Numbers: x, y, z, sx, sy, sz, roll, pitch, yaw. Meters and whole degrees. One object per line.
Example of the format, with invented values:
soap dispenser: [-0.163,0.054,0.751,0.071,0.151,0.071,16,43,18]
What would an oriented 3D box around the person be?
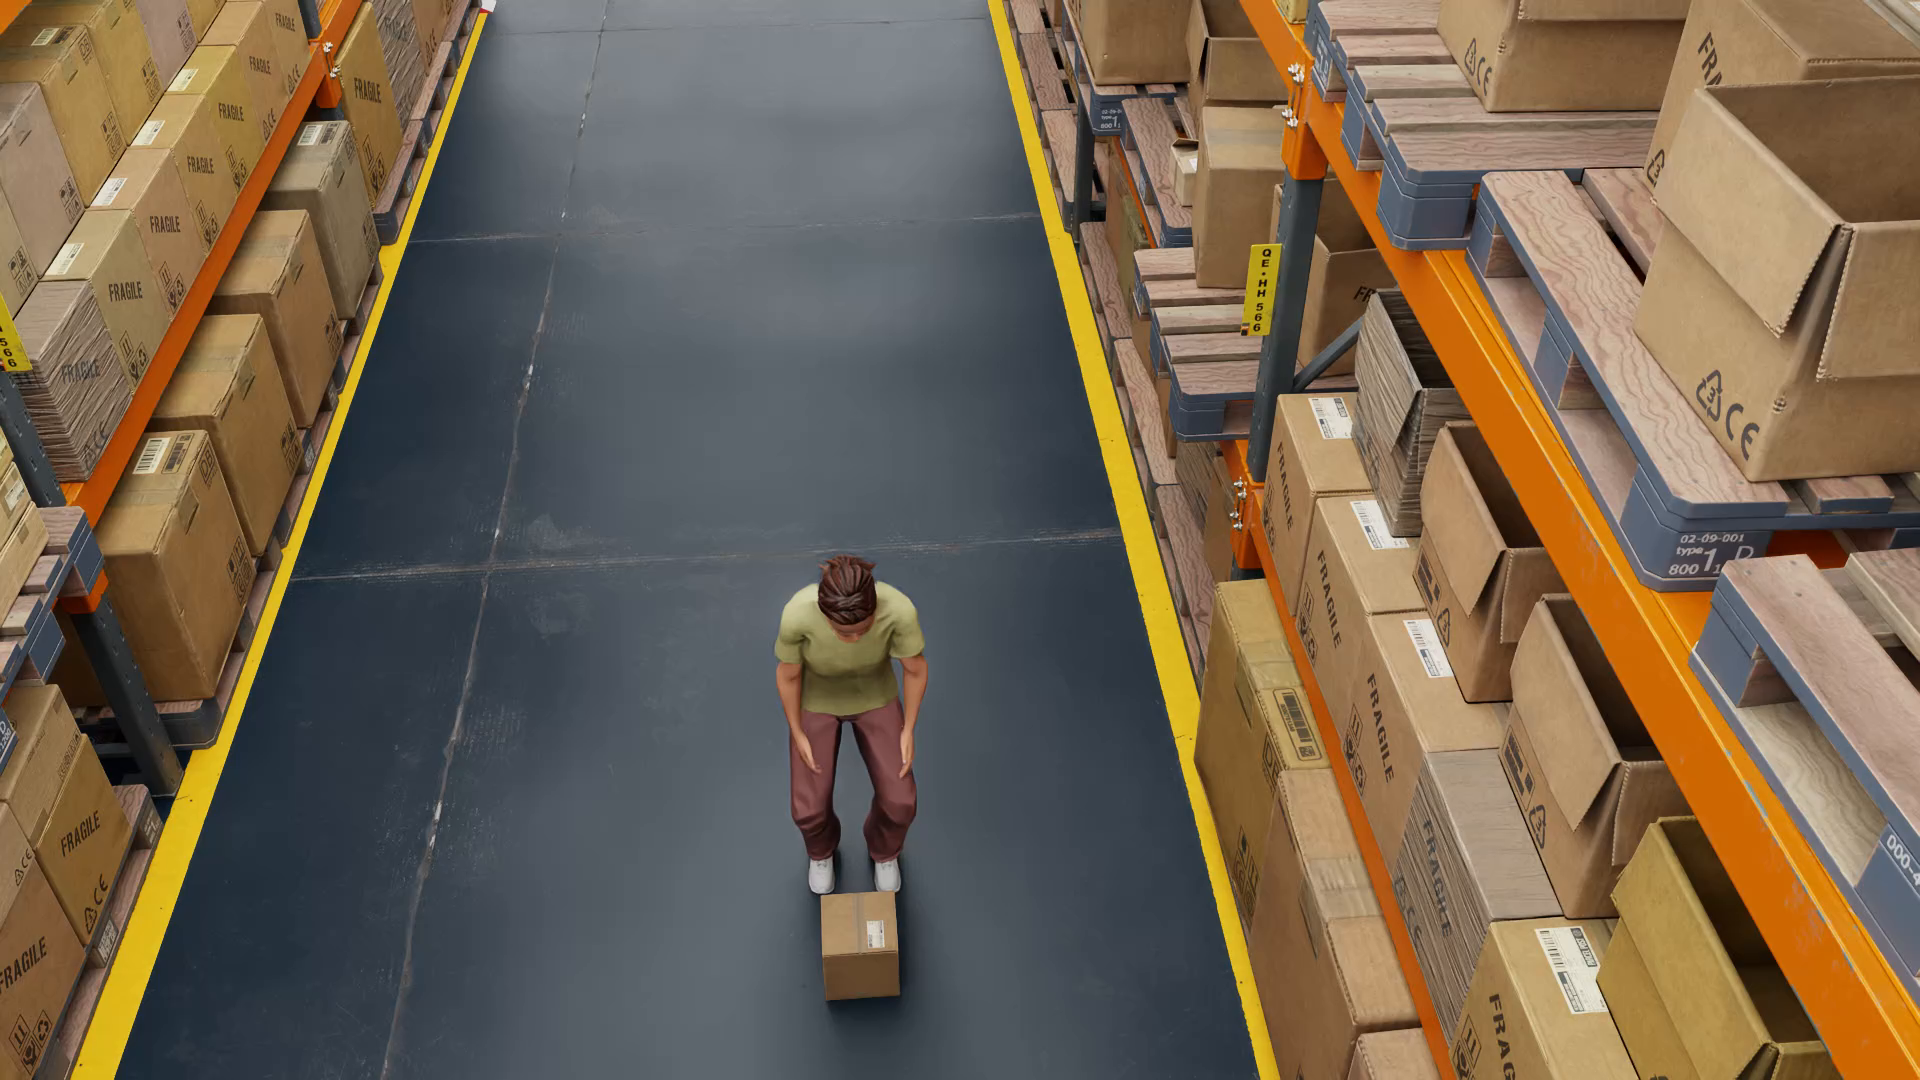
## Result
person: [-0.350,0.595,5.545,0.494,1.536,0.511,-3,39,-3]
